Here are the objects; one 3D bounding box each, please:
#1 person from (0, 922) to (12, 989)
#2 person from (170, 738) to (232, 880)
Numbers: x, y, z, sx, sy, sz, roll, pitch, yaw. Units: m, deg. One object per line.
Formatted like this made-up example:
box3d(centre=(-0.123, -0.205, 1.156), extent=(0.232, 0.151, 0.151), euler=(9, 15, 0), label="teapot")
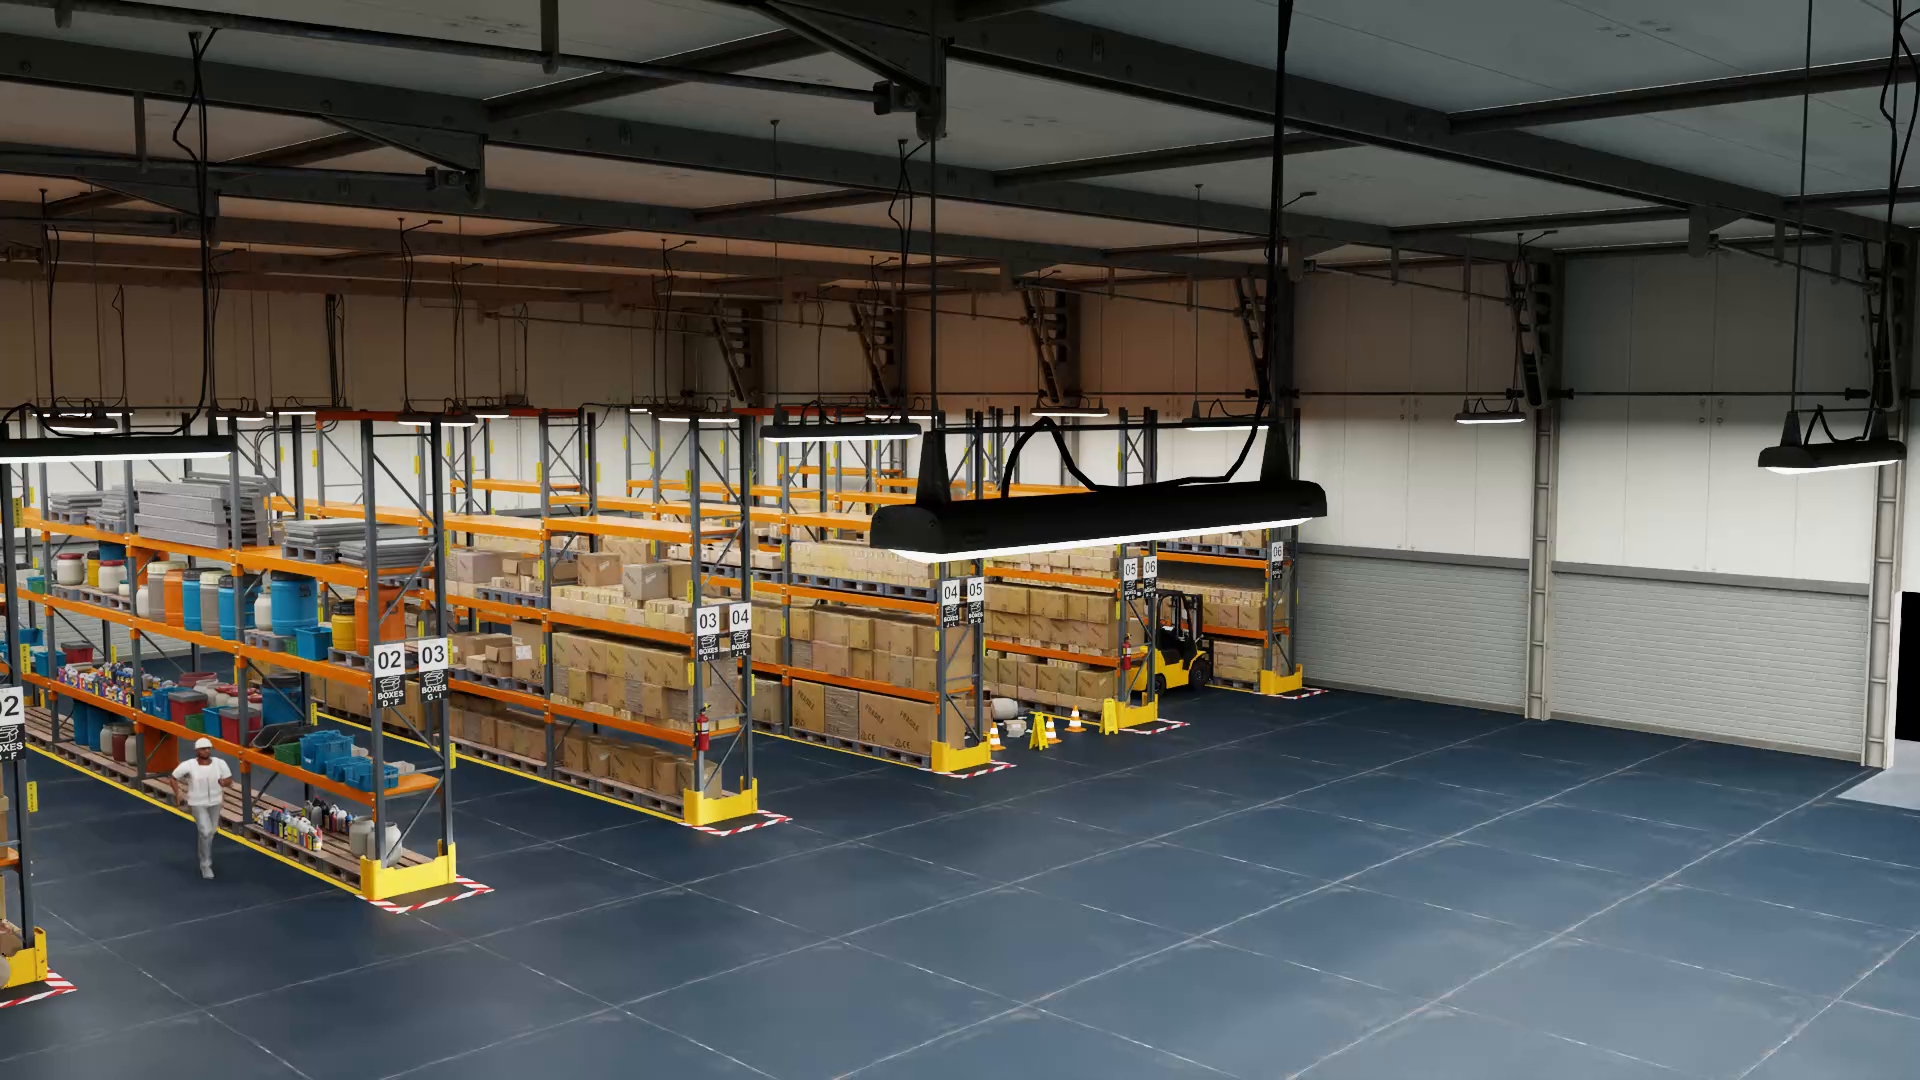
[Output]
box3d(centre=(-9.747, 4.030, 16.571), extent=(0.570, 1.671, 0.661), euler=(-1, 5, -15), label="person")
box3d(centre=(-9.944, 3.509, 21.903), extent=(0.782, 1.825, 0.674), euler=(4, 7, 42), label="person")
